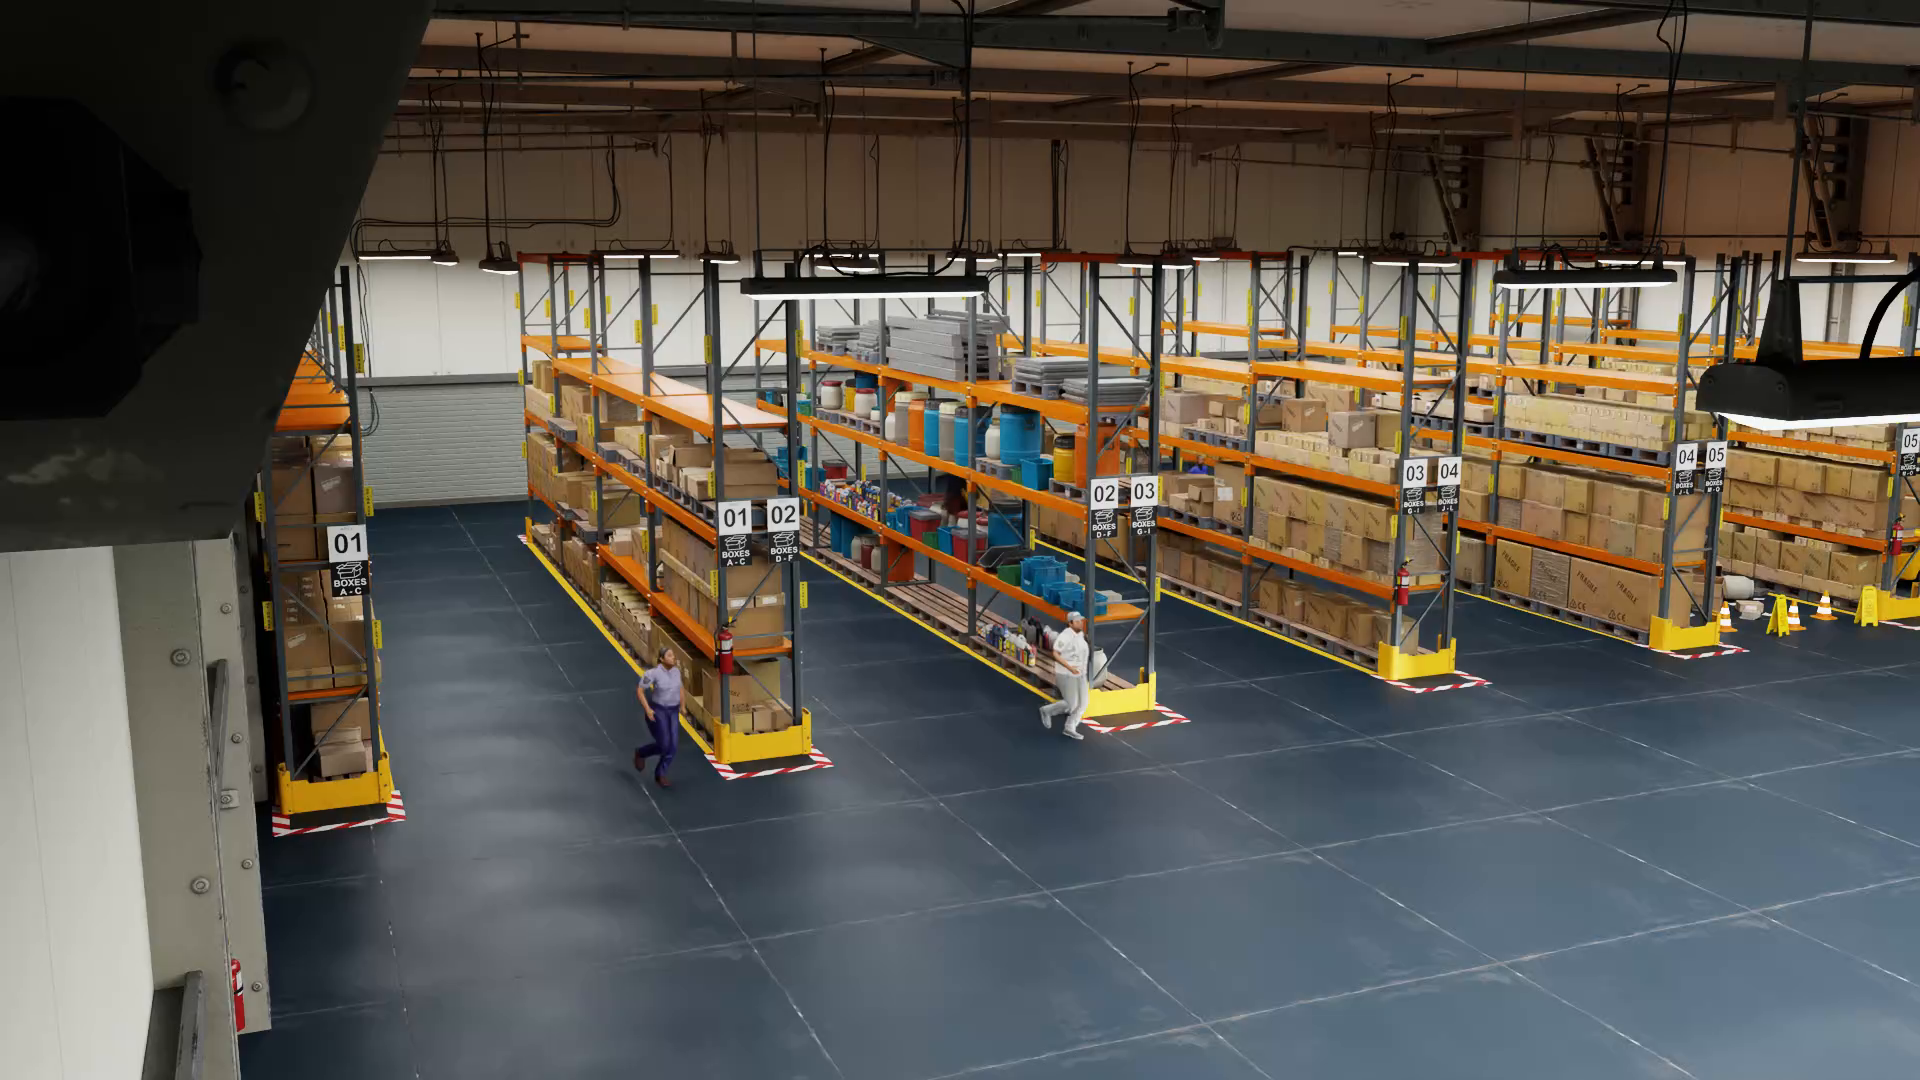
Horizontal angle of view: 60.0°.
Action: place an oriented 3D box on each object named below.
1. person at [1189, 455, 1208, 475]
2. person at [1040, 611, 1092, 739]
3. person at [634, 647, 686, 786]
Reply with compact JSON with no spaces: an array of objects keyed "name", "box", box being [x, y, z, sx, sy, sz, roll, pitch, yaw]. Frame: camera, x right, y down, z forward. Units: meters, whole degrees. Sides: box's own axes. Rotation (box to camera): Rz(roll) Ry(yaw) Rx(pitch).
[{"name":"person","box":[5.155,-0.980,35.883,0.595,1.734,0.759,-3,11,-17]},{"name":"person","box":[1.387,1.712,21.293,0.582,1.619,0.628,8,13,36]},{"name":"person","box":[-3.471,2.042,19.553,0.560,1.565,0.651,9,14,41]}]
